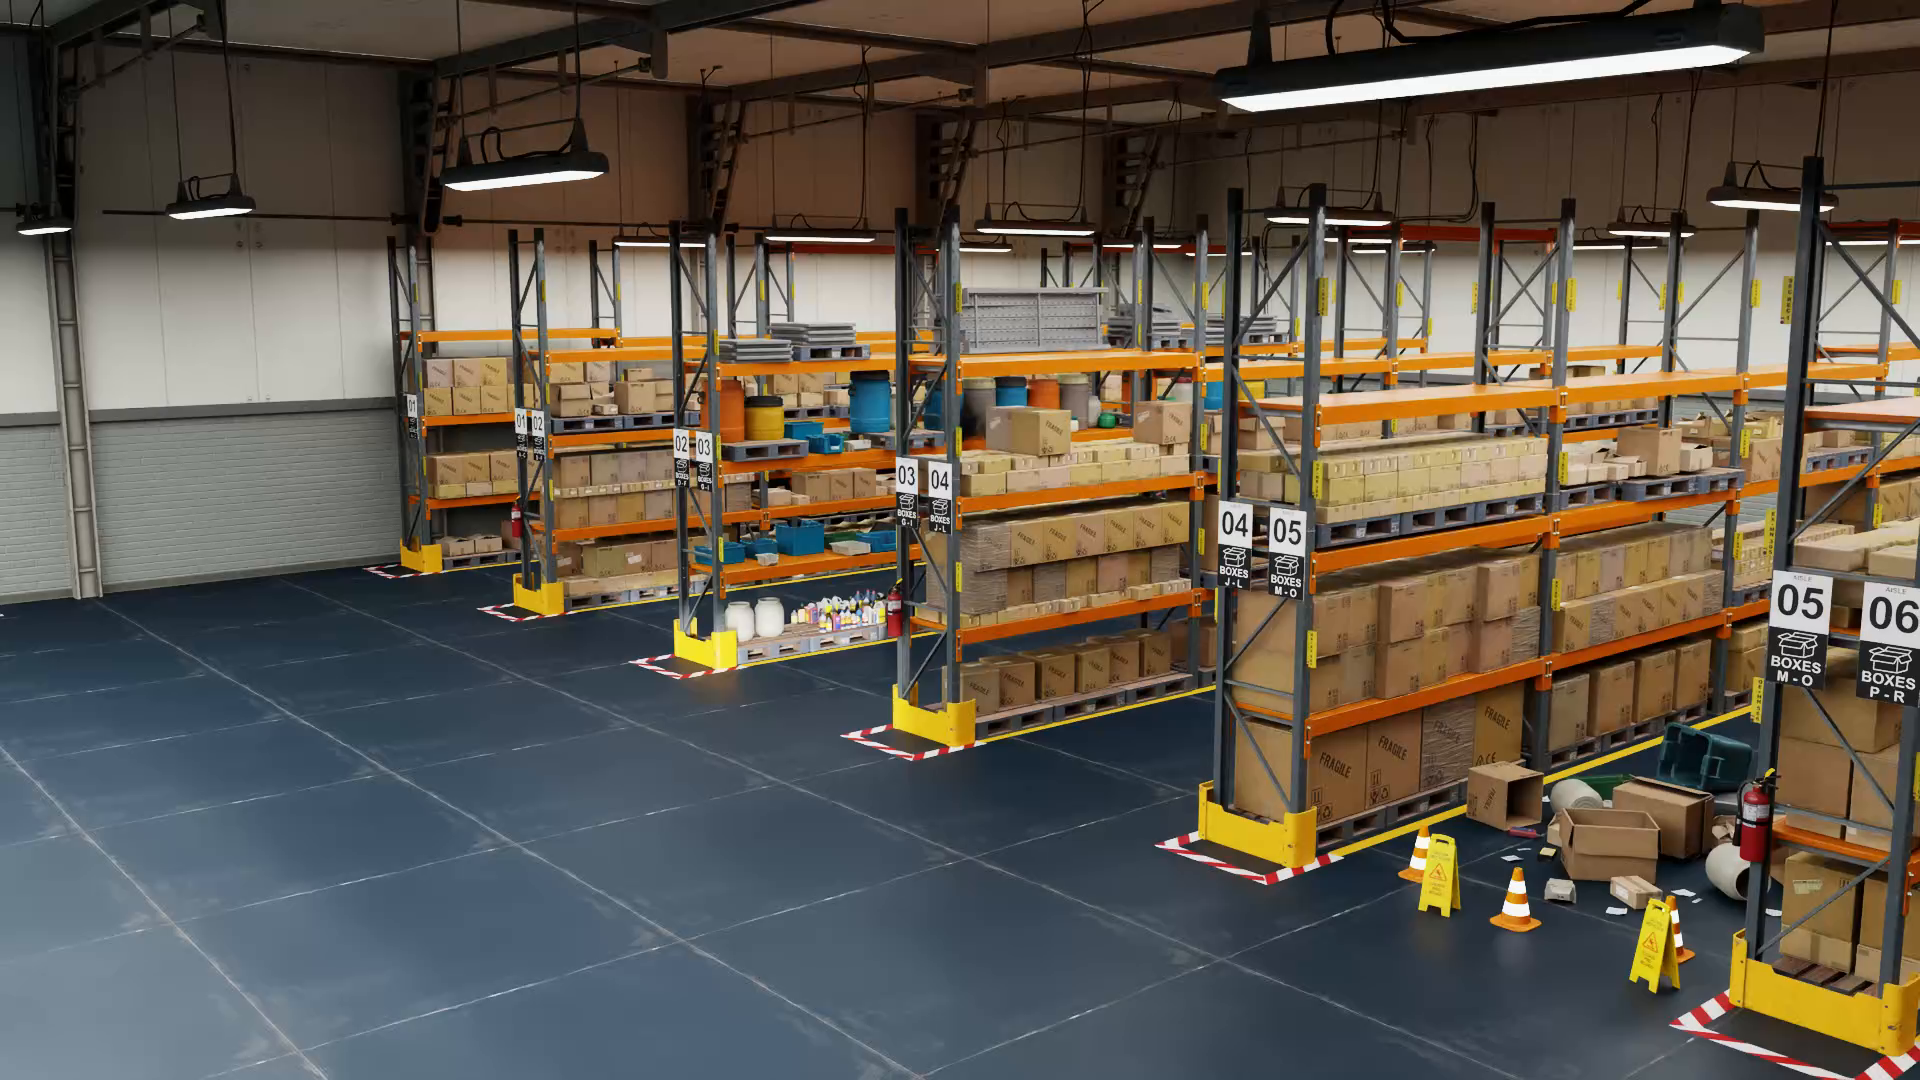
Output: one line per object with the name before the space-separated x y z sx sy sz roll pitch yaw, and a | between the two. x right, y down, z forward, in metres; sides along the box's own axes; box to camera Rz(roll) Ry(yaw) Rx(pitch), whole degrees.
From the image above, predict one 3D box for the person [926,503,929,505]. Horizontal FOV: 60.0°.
person | -0.566 -0.945 34.149 0.833 1.811 0.658 -6 11 -36
